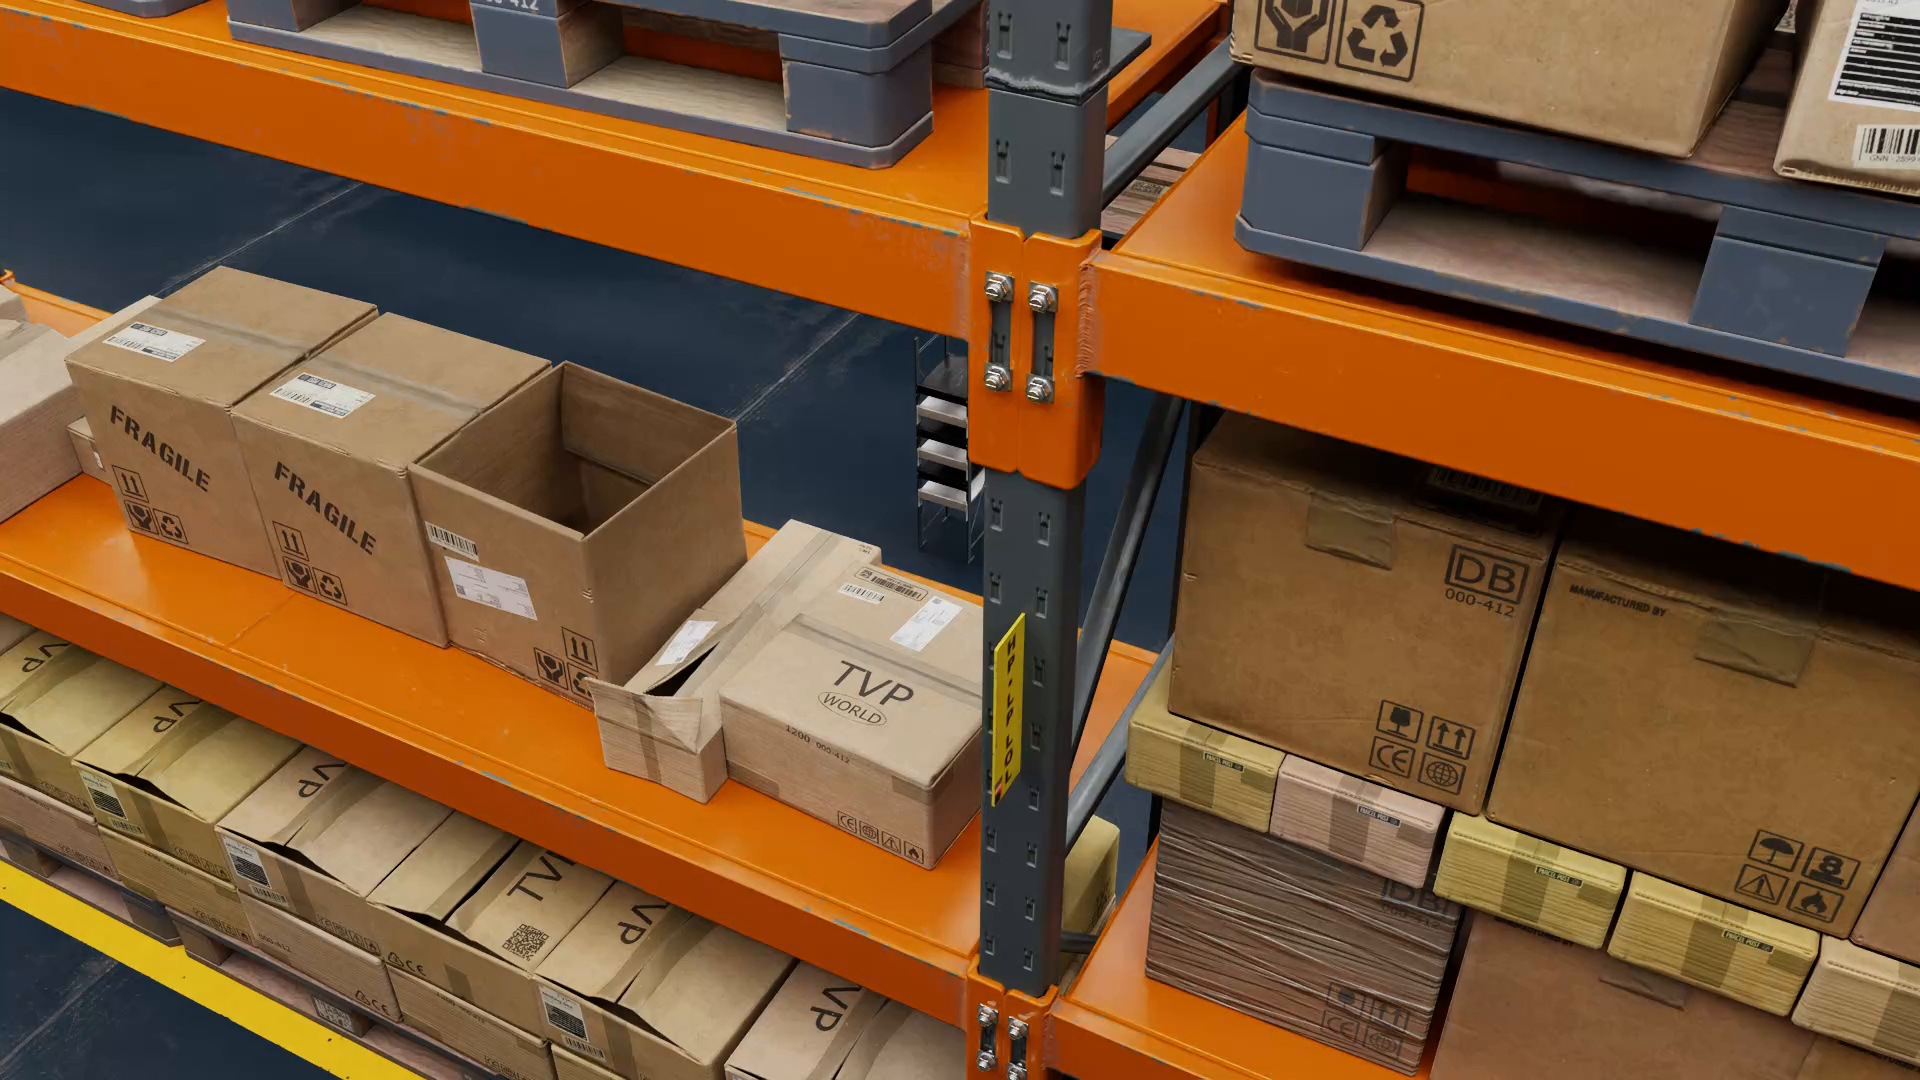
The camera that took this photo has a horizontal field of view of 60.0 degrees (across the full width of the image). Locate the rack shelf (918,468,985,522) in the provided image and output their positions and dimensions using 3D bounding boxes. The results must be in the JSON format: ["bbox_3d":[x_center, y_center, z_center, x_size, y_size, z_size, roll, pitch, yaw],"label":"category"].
[{"bbox_3d":[-0.007,-0.191,6.110,0.200,0.077,0.258,17,41,21],"label":"rack shelf"}]

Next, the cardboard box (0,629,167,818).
[{"bbox_3d":[-2.436,0.434,4.660,0.500,0.311,0.500,16,40,20],"label":"cardboard box"}]

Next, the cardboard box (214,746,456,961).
[{"bbox_3d":[-1.527,0.720,4.284,0.500,0.311,0.500,17,40,21],"label":"cardboard box"}]

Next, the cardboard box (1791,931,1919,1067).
[{"bbox_3d":[1.373,0.561,2.411,0.250,0.149,0.380,16,40,20],"label":"cardboard box"}]

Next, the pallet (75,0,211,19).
[{"bbox_3d":[-1.598,-1.385,3.268,1.213,0.211,1.003,19,41,24],"label":"pallet"}]

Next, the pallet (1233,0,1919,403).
[{"bbox_3d":[1.085,-0.539,2.072,1.213,0.211,1.003,17,41,21],"label":"pallet"}]

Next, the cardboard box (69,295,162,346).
[{"bbox_3d":[-2.311,-0.513,4.653,0.250,0.149,0.380,17,41,21],"label":"cardboard box"}]

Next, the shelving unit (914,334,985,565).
[{"bbox_3d":[-0.007,-0.361,5.981,0.210,0.900,0.258,17,41,21],"label":"shelving unit"}]

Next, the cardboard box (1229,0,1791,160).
[{"bbox_3d":[0.642,-0.779,1.768,0.500,0.500,0.500,21,42,25],"label":"cardboard box"}]

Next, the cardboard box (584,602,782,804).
[{"bbox_3d":[-0.550,0.305,3.479,0.258,0.266,0.396,16,40,20],"label":"cardboard box"}]

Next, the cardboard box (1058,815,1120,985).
[{"bbox_3d":[0.063,0.853,4.108,0.500,0.311,0.500,18,41,22],"label":"cardboard box"}]

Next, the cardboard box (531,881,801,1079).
[{"bbox_3d":[-0.641,1.002,3.913,0.500,0.311,0.500,19,41,23],"label":"cardboard box"}]

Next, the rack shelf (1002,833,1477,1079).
[{"bbox_3d":[2.091,1.240,2.731,4.000,0.370,1.077,17,41,21],"label":"rack shelf"}]

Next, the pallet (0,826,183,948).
[{"bbox_3d":[-2.523,0.645,5.225,1.213,0.211,1.003,17,41,21],"label":"pallet"}]

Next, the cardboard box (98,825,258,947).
[{"bbox_3d":[-1.995,0.797,4.646,0.500,0.250,0.500,16,40,20],"label":"cardboard box"}]

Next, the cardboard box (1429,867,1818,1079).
[{"bbox_3d":[1.184,0.620,2.869,0.500,0.500,0.700,17,40,21],"label":"cardboard box"}]

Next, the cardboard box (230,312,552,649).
[{"bbox_3d":[-1.272,-0.151,3.885,0.500,0.500,0.500,17,41,22],"label":"cardboard box"}]

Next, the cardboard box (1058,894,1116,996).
[{"bbox_3d":[0.071,1.080,4.273,0.500,0.250,0.500,16,40,20],"label":"cardboard box"}]

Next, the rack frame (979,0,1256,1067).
[{"bbox_3d":[0.315,0.397,3.246,0.127,3.000,1.000,17,41,21],"label":"rack frame"}]

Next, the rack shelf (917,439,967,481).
[{"bbox_3d":[-0.007,-0.334,6.001,0.200,0.077,0.258,17,41,21],"label":"rack shelf"}]

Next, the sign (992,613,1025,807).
[{"bbox_3d":[0.075,0.261,2.532,0.005,0.325,0.100,17,41,21],"label":"sign"}]

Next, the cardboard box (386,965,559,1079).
[{"bbox_3d":[-1.089,1.082,4.271,0.500,0.250,0.500,18,41,22],"label":"cardboard box"}]

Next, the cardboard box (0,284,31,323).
[{"bbox_3d":[-2.934,-0.555,4.574,0.500,0.311,0.500,20,42,24],"label":"cardboard box"}]

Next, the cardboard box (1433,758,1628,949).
[{"bbox_3d":[0.918,0.418,2.599,0.250,0.149,0.380,16,40,20],"label":"cardboard box"}]

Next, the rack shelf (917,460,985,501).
[{"bbox_3d":[-0.007,-0.262,6.055,0.200,0.077,0.258,17,41,21],"label":"rack shelf"}]

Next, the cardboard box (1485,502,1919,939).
[{"bbox_3d":[1.162,0.100,2.481,0.500,0.500,0.700,17,40,21],"label":"cardboard box"}]

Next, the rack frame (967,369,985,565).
[{"bbox_3d":[0.083,-0.332,5.944,0.006,0.900,0.240,17,41,21],"label":"rack frame"}]

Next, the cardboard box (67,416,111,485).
[{"bbox_3d":[-2.078,-0.291,4.360,0.250,0.149,0.380,20,42,25],"label":"cardboard box"}]

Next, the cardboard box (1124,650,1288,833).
[{"bbox_3d":[0.465,0.278,2.784,0.250,0.149,0.380,17,41,21],"label":"cardboard box"}]

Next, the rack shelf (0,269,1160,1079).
[{"bbox_3d":[-1.460,0.128,4.196,4.000,0.370,1.077,17,41,21],"label":"rack shelf"}]
